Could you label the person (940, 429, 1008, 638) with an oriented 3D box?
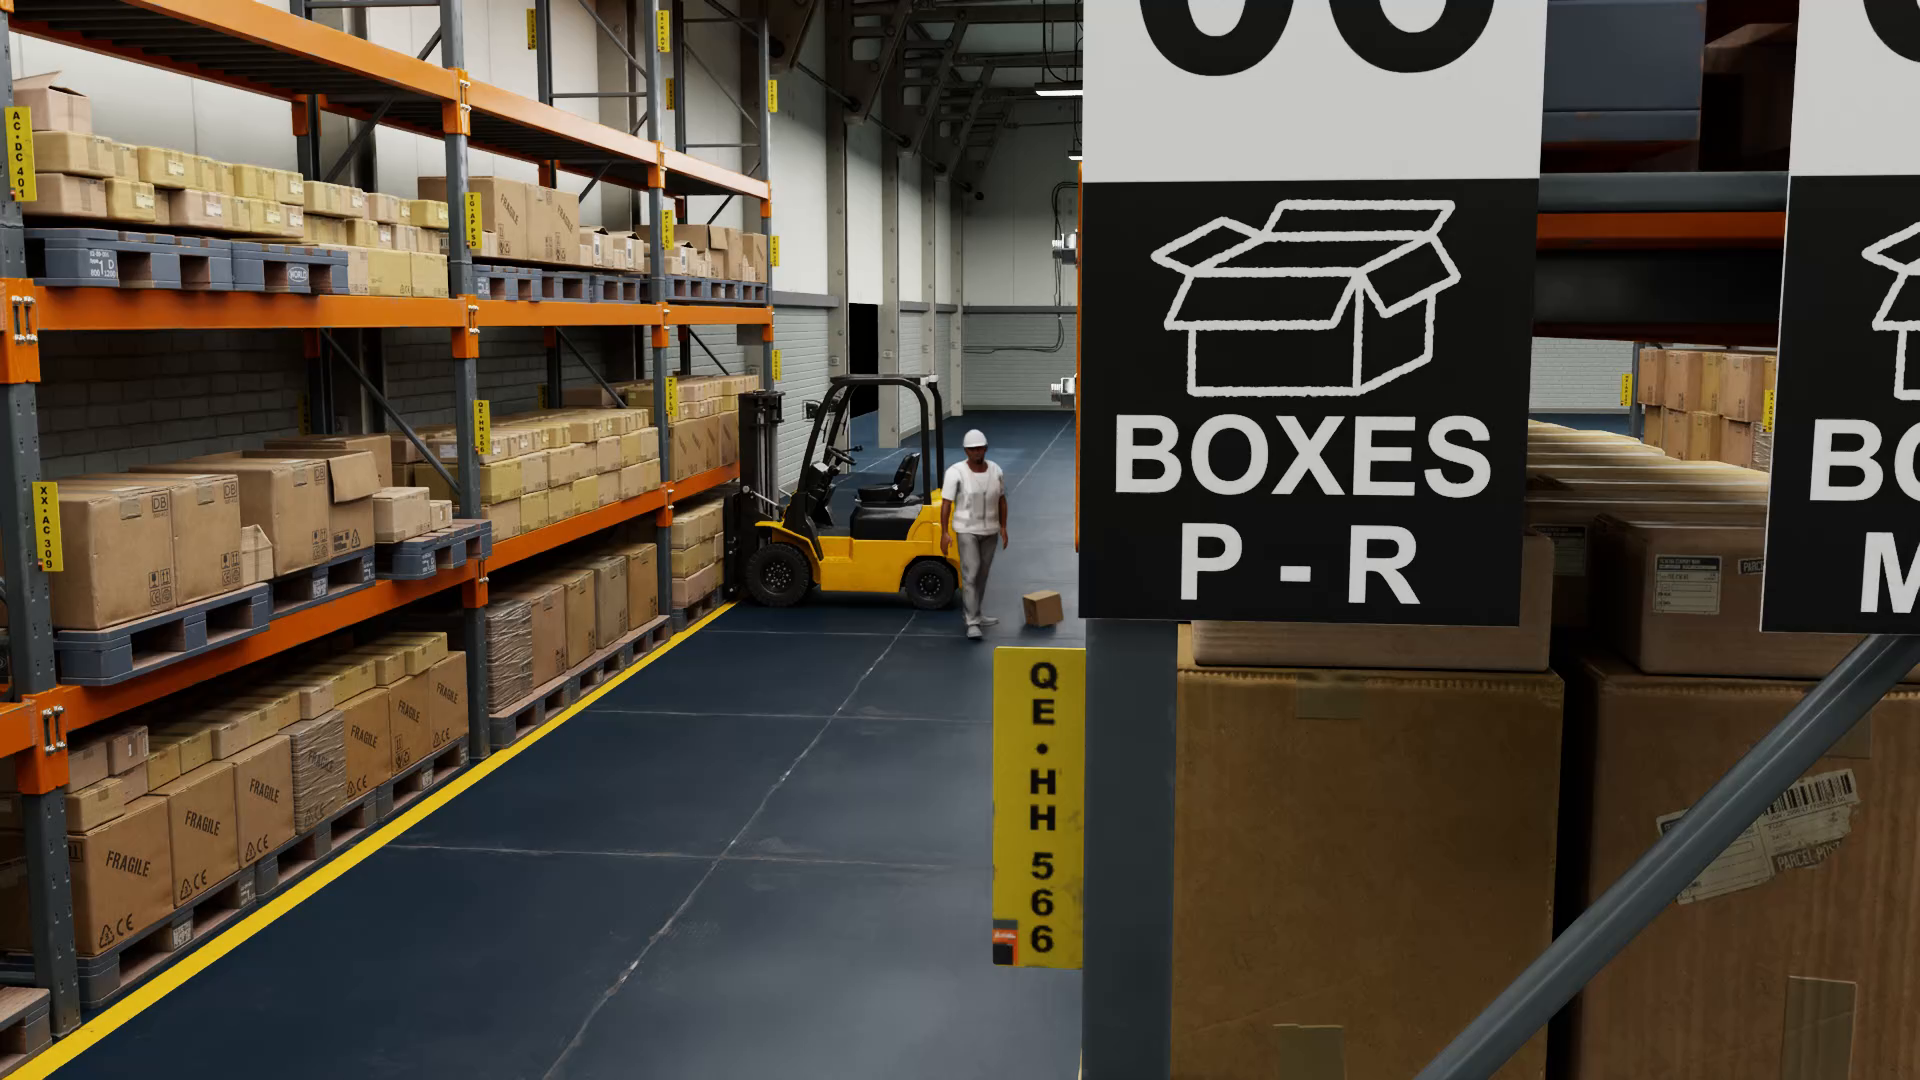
[{"bbox_3d":[0.135,-0.062,14.195,0.626,1.766,0.622,-4,9,-30],"label":"person"}]
